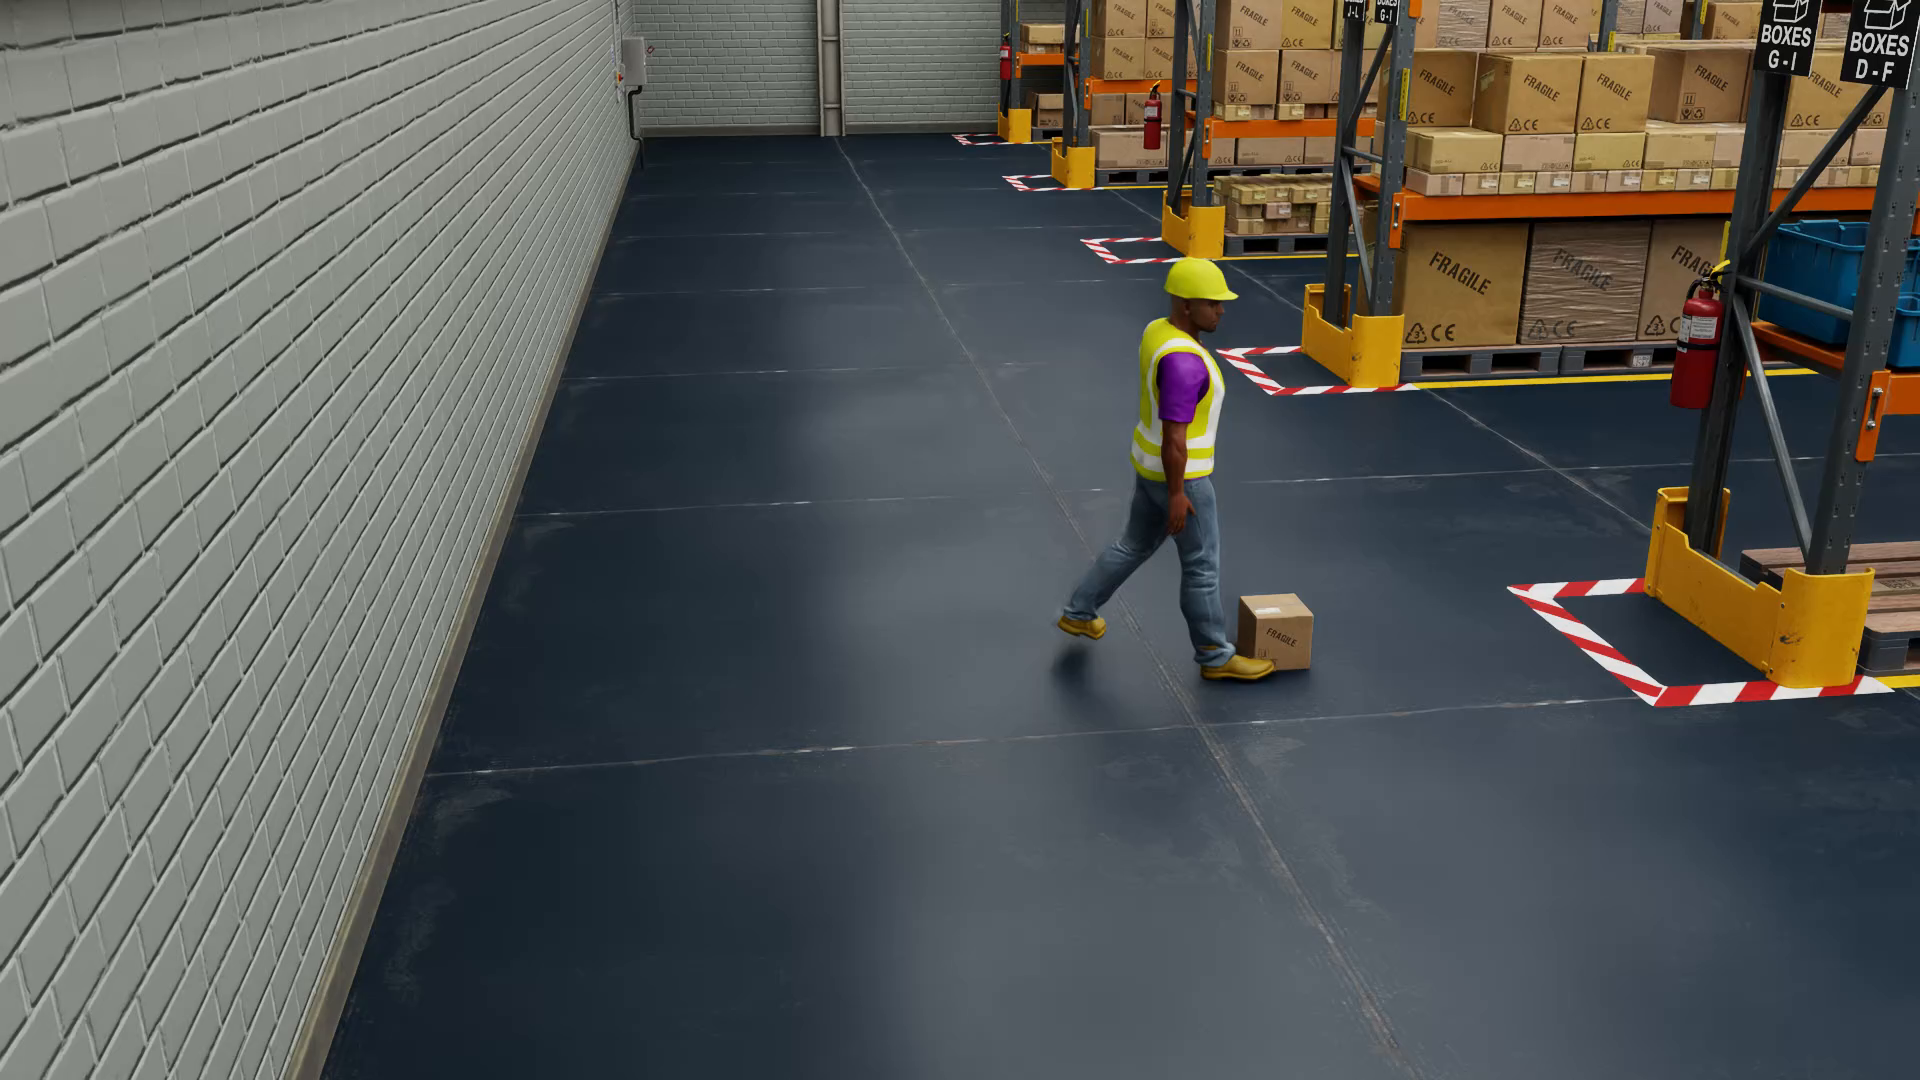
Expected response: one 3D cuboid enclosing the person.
[{"bbox_3d":[0.870,-0.297,6.859,0.871,1.756,0.645,-2,20,-6],"label":"person"}]
